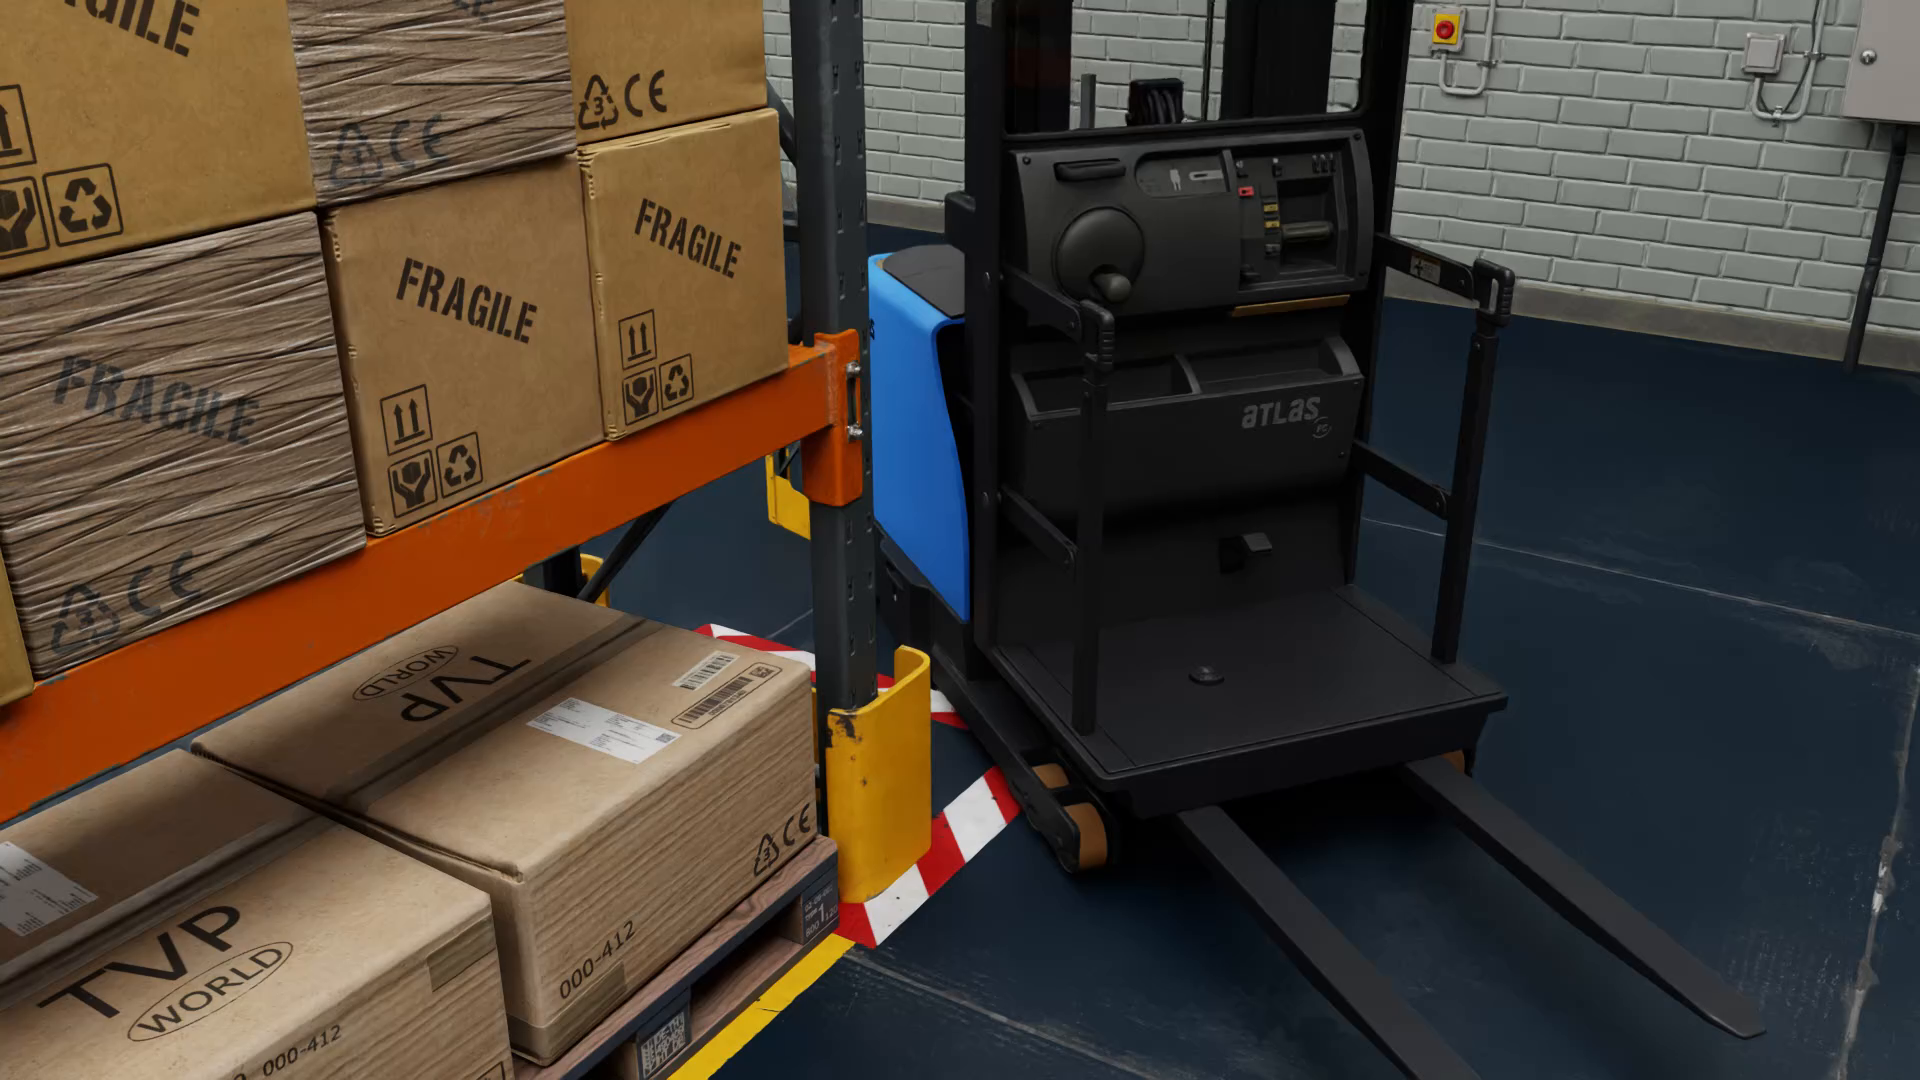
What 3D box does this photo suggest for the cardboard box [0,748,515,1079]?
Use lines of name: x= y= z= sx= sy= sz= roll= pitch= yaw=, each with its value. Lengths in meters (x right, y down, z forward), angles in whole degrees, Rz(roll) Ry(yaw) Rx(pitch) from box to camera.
cardboard box: x=-1.383 y=0.834 z=2.744 sx=0.875 sy=0.438 sz=0.875 roll=15 pitch=27 yaw=30

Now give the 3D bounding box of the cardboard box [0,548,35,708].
cardboard box: x=-1.475 y=-0.012 z=1.876 sx=0.500 sy=0.500 sz=0.500 roll=15 pitch=27 yaw=30

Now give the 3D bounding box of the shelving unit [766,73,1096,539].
shelving unit: x=-0.093 y=-0.820 z=5.757 sx=1.083 sy=1.500 sz=0.587 roll=-19 pitch=30 yaw=-38

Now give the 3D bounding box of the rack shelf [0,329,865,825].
rack shelf: x=-1.699 y=0.302 z=2.182 sx=1.077 sy=0.370 sz=4.000 roll=14 pitch=27 yaw=29

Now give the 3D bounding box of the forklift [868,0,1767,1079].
forklift: x=0.650 y=-0.745 z=3.781 sx=1.130 sy=2.935 sz=3.031 roll=-9 pitch=25 yaw=-19

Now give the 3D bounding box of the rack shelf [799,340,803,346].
rack shelf: x=-0.100 y=-0.653 z=5.823 sx=1.000 sy=0.185 sz=0.538 roll=-19 pitch=30 yaw=-38

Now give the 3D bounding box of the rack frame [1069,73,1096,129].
rack frame: x=0.280 y=-0.952 z=6.062 sx=0.032 sy=1.500 sz=0.500 roll=-19 pitch=30 yaw=-38

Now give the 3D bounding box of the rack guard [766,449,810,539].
rack guard: x=-0.465 y=-0.115 z=5.702 sx=0.087 sy=0.250 sz=0.587 roll=-19 pitch=30 yaw=-38

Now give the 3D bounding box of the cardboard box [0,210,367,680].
cardboard box: x=-1.214 y=-0.189 z=2.285 sx=0.500 sy=0.500 sz=0.500 roll=15 pitch=27 yaw=30

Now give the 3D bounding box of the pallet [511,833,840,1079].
pallet: x=-0.999 y=0.863 z=3.491 sx=1.003 sy=0.211 sz=1.213 roll=14 pitch=27 yaw=29

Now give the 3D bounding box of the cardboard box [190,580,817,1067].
cardboard box: x=-0.907 y=0.524 z=3.461 sx=0.875 sy=0.438 sz=0.875 roll=13 pitch=27 yaw=27

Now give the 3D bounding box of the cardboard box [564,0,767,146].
cardboard box: x=-0.696 y=-0.995 z=2.889 sx=0.500 sy=0.500 sz=0.500 roll=15 pitch=28 yaw=31

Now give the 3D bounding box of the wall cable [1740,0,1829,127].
wall cable: x=3.522 y=-2.784 z=7.127 sx=0.588 sy=1.984 sz=0.122 roll=14 pitch=27 yaw=29

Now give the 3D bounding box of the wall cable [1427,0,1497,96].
wall cable: x=2.311 y=-3.092 z=7.798 sx=0.585 sy=1.953 sz=0.123 roll=14 pitch=27 yaw=29

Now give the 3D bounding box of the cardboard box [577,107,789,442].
cardboard box: x=-0.673 y=-0.531 z=3.075 sx=0.500 sy=0.500 sz=0.500 roll=14 pitch=27 yaw=29

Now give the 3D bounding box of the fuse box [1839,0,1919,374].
fuse box: x=4.019 y=-1.531 z=7.132 sx=0.539 sy=1.711 sz=0.414 roll=14 pitch=27 yaw=29

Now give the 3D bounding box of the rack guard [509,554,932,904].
rack guard: x=-0.631 y=0.436 z=4.114 sx=1.175 sy=0.500 sz=0.348 roll=14 pitch=27 yaw=29

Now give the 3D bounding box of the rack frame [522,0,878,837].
rack frame: x=-0.644 y=-0.703 z=3.599 sx=1.000 sy=3.000 sz=0.127 roll=14 pitch=27 yaw=29

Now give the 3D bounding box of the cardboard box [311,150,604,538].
cardboard box: x=-0.951 y=-0.365 z=2.691 sx=0.500 sy=0.500 sz=0.500 roll=13 pitch=27 yaw=28

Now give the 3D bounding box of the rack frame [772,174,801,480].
rack frame: x=-0.480 y=-0.684 z=5.442 sx=0.032 sy=1.500 sz=0.500 roll=-19 pitch=30 yaw=-38

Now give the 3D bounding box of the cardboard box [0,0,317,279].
cardboard box: x=-1.210 y=-0.647 z=2.083 sx=0.500 sy=0.500 sz=0.500 roll=14 pitch=27 yaw=29

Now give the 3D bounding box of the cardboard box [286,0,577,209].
cardboard box: x=-0.946 y=-0.813 z=2.467 sx=0.500 sy=0.500 sz=0.500 roll=14 pitch=27 yaw=29
